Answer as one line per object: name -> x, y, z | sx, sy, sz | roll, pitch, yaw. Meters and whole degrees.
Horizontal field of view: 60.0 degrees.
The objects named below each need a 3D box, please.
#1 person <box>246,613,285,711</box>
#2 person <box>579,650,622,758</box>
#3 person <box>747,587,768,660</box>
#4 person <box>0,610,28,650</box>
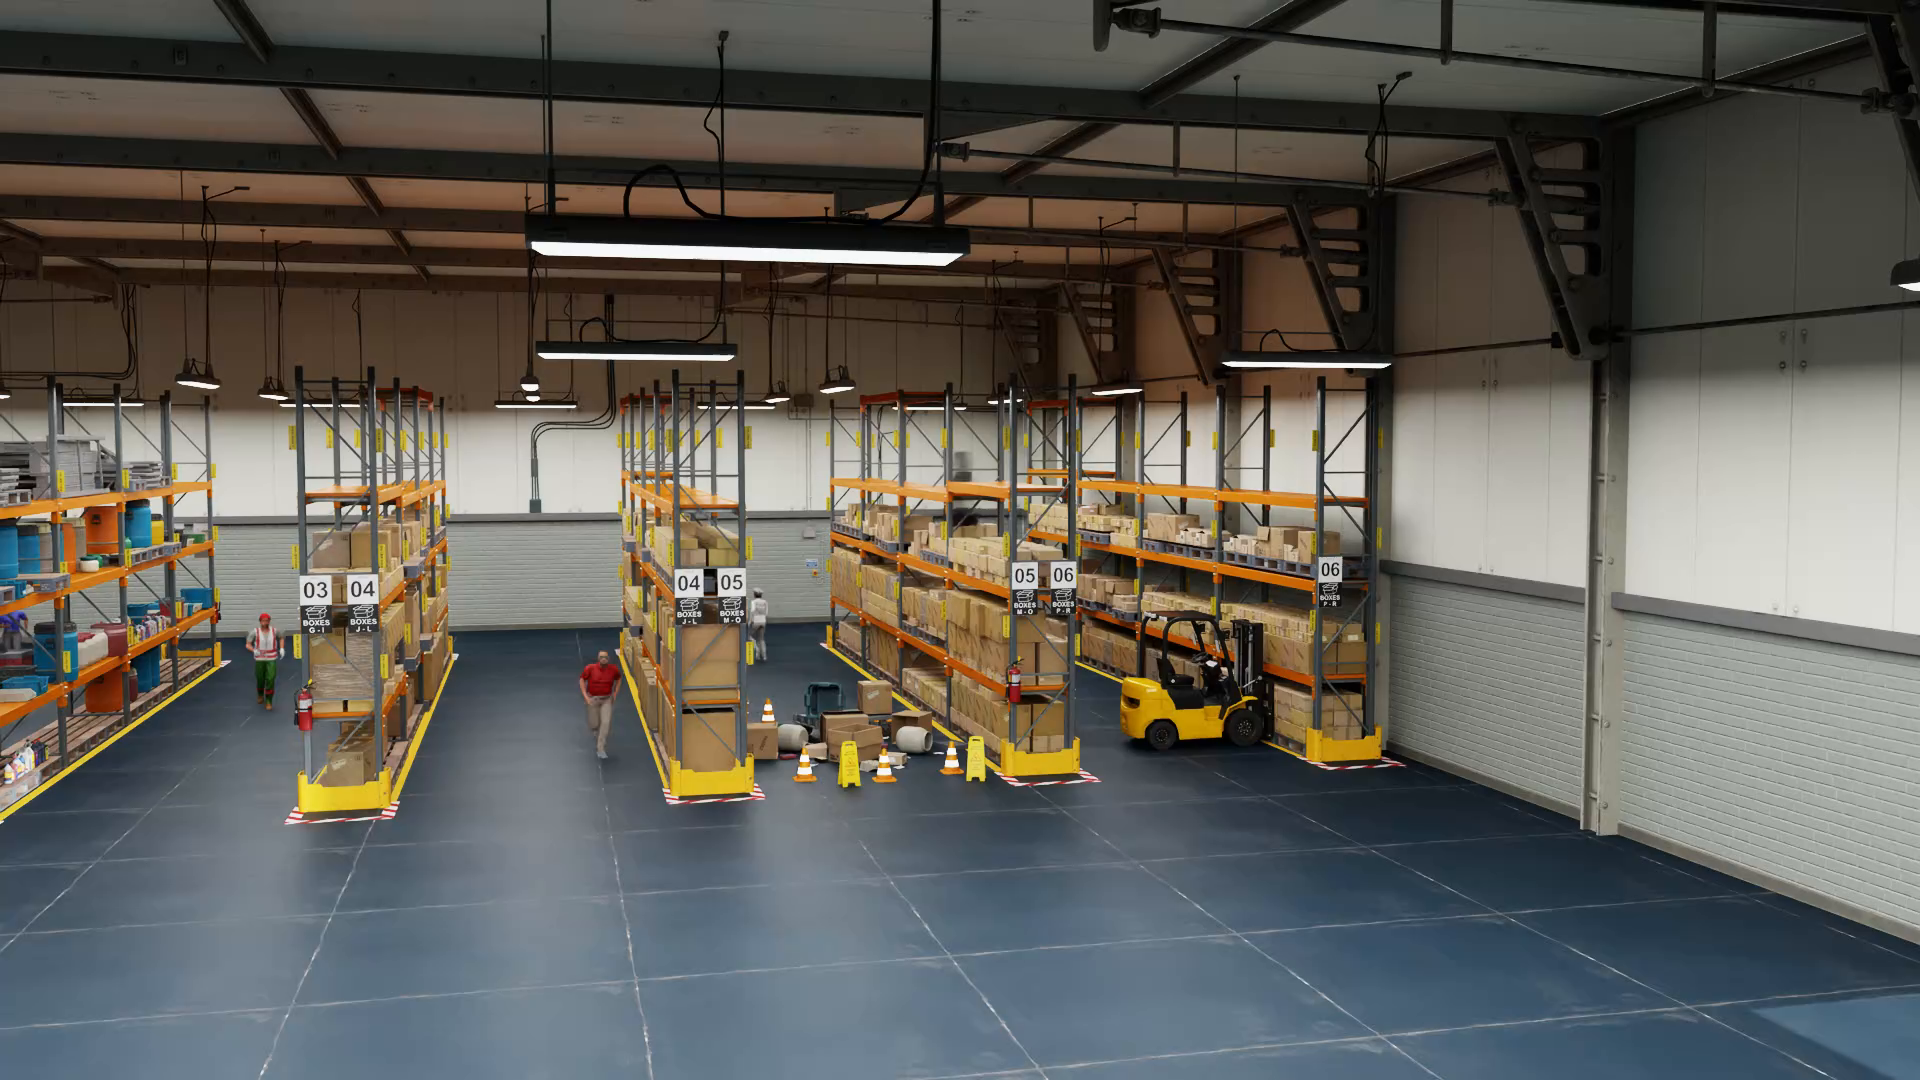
person -> -12.968, 2.253, 31.068 | 0.684, 1.795, 0.865 | -2, 4, -26
person -> -5.750, 2.599, 26.620 | 0.669, 1.725, 0.921 | -1, 4, -16
person -> -4.635, 1.905, 37.887 | 0.585, 1.649, 0.690 | -3, 4, -38
person -> -19.997, 2.089, 35.097 | 0.544, 1.716, 0.752 | -1, 4, -22
